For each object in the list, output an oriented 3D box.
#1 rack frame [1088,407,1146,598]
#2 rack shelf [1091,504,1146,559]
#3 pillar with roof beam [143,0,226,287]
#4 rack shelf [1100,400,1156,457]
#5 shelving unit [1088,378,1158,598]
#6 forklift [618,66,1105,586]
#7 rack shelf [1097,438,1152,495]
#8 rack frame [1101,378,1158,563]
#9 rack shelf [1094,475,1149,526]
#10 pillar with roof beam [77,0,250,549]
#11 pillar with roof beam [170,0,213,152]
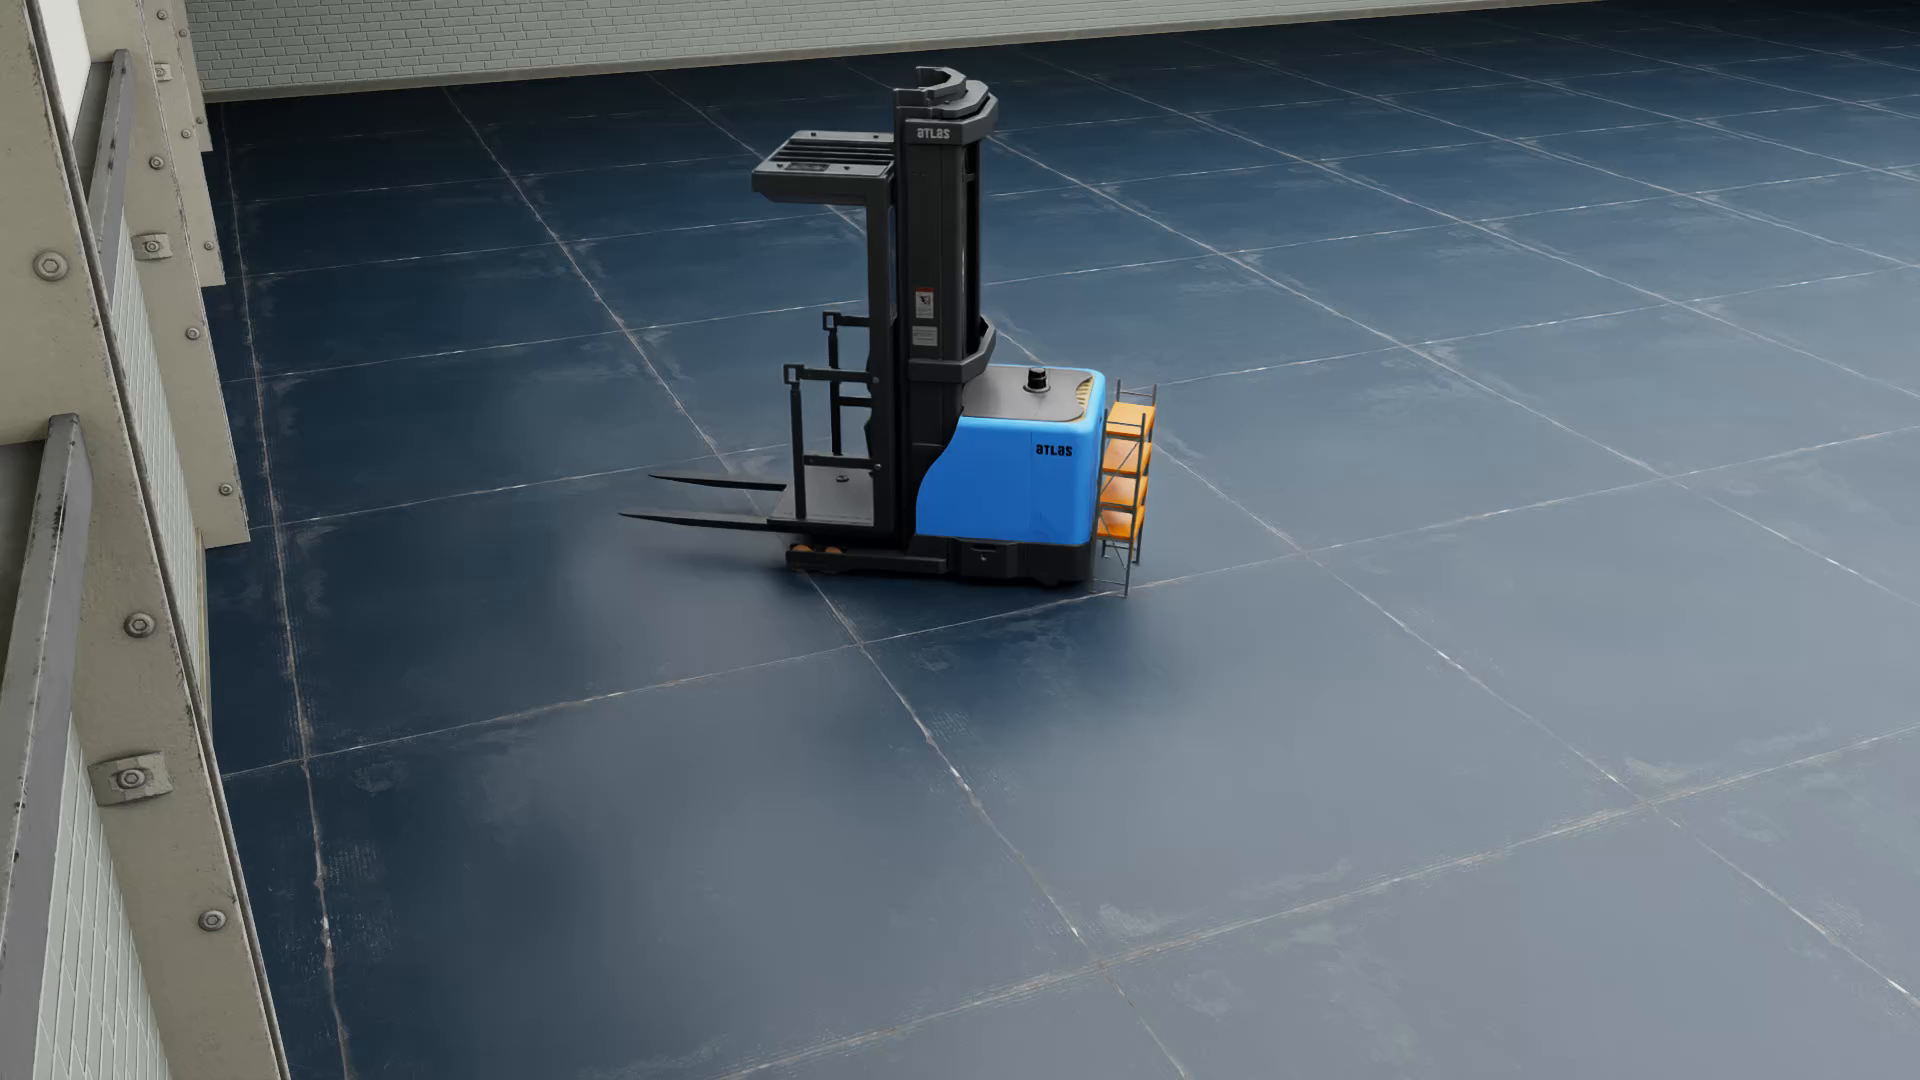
[{"bbox_3d":[0.920,-0.205,9.790,0.240,1.200,0.015,8,27,11],"label":"rack frame"},{"bbox_3d":[0.967,-0.072,10.122,0.258,0.148,0.480,8,27,11],"label":"rack shelf"},{"bbox_3d":[-3.188,-7.250,15.343,9.100,9.000,0.400,-11,28,-21],"label":"pillar with roof beam"},{"bbox_3d":[0.995,-0.660,9.827,0.258,0.148,0.480,8,27,11],"label":"rack shelf"},{"bbox_3d":[0.978,-0.309,10.003,0.258,1.200,0.503,8,27,11],"label":"shelving unit"},{"bbox_3d":[-0.635,-1.327,10.127,3.031,2.935,1.130,4,26,8],"label":"forklift"},{"bbox_3d":[0.985,-0.449,9.933,0.258,0.148,0.480,8,27,11],"label":"rack shelf"},{"bbox_3d":[1.036,-0.414,10.216,0.240,1.200,0.015,8,27,11],"label":"rack frame"},{"bbox_3d":[0.975,-0.249,10.033,0.258,0.148,0.480,8,27,11],"label":"rack shelf"},{"bbox_3d":[-0.839,-4.828,10.382,9.100,9.000,0.400,-11,28,-21],"label":"pillar with roof beam"},{"bbox_3d":[-5.538,-9.672,20.304,9.100,9.000,0.400,-11,28,-21],"label":"pillar with roof beam"}]
